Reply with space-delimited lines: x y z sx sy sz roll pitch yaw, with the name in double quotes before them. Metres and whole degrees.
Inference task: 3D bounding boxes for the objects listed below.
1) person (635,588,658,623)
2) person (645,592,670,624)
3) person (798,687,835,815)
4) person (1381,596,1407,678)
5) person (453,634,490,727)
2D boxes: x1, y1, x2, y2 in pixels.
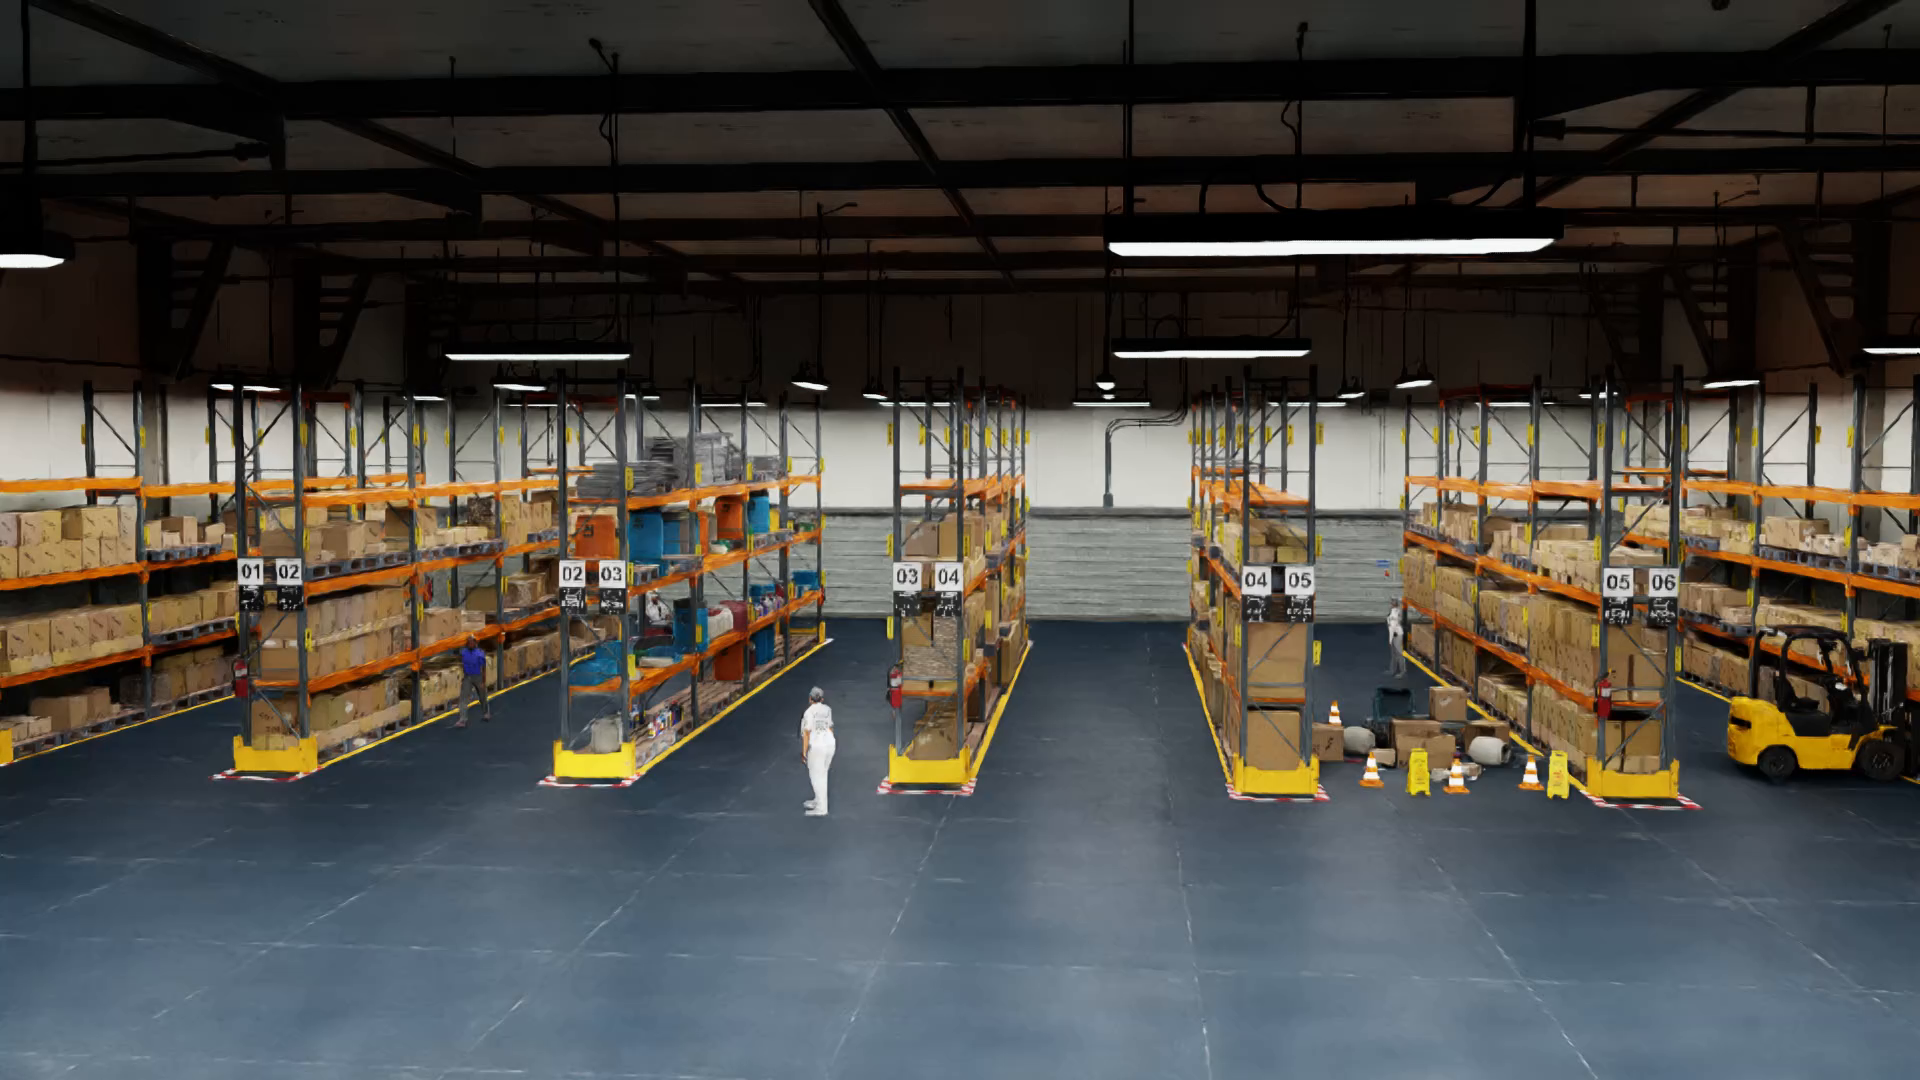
"person" -8.378 1.380 44.325 0.704 1.711 0.835 -1 4 -12
"person" -6.670 1.929 36.565 0.592 1.621 0.532 0 4 3
"person" -1.921 2.784 22.155 0.562 1.658 0.605 2 4 32
"person" 9.035 2.008 34.593 0.557 1.660 0.592 1 4 21
"person" -8.423 2.407 28.819 0.445 1.574 1.091 0 4 3
